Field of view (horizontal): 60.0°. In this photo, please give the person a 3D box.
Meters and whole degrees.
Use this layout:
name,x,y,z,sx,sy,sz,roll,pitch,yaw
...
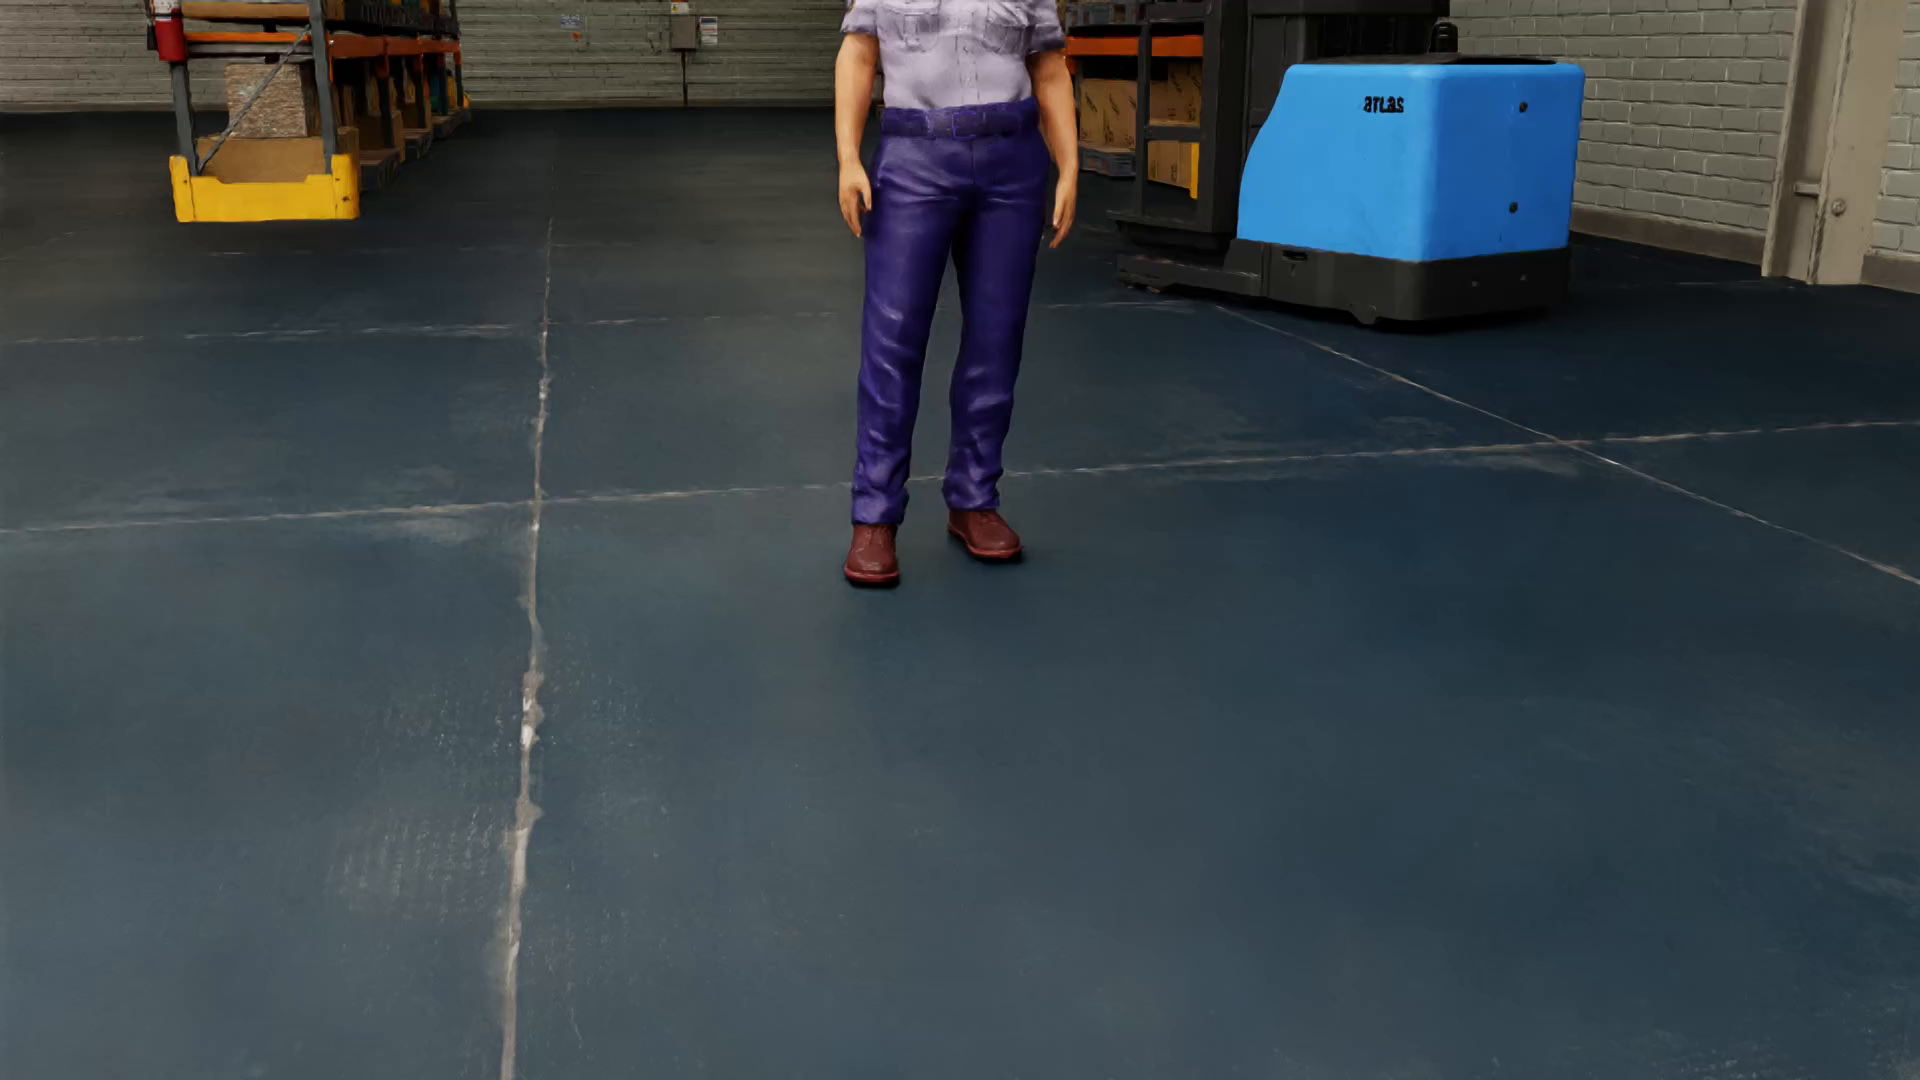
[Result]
name,x,y,z,sx,sy,sz,roll,pitch,yaw
person,-0.002,-0.766,3.691,0.599,1.642,0.502,-4,17,-12

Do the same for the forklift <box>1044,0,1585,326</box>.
name,x,y,z,sx,sy,sz,roll,pitch,yaw
forklift,1.436,-2.662,7.835,1.130,2.935,3.031,-10,19,-31
